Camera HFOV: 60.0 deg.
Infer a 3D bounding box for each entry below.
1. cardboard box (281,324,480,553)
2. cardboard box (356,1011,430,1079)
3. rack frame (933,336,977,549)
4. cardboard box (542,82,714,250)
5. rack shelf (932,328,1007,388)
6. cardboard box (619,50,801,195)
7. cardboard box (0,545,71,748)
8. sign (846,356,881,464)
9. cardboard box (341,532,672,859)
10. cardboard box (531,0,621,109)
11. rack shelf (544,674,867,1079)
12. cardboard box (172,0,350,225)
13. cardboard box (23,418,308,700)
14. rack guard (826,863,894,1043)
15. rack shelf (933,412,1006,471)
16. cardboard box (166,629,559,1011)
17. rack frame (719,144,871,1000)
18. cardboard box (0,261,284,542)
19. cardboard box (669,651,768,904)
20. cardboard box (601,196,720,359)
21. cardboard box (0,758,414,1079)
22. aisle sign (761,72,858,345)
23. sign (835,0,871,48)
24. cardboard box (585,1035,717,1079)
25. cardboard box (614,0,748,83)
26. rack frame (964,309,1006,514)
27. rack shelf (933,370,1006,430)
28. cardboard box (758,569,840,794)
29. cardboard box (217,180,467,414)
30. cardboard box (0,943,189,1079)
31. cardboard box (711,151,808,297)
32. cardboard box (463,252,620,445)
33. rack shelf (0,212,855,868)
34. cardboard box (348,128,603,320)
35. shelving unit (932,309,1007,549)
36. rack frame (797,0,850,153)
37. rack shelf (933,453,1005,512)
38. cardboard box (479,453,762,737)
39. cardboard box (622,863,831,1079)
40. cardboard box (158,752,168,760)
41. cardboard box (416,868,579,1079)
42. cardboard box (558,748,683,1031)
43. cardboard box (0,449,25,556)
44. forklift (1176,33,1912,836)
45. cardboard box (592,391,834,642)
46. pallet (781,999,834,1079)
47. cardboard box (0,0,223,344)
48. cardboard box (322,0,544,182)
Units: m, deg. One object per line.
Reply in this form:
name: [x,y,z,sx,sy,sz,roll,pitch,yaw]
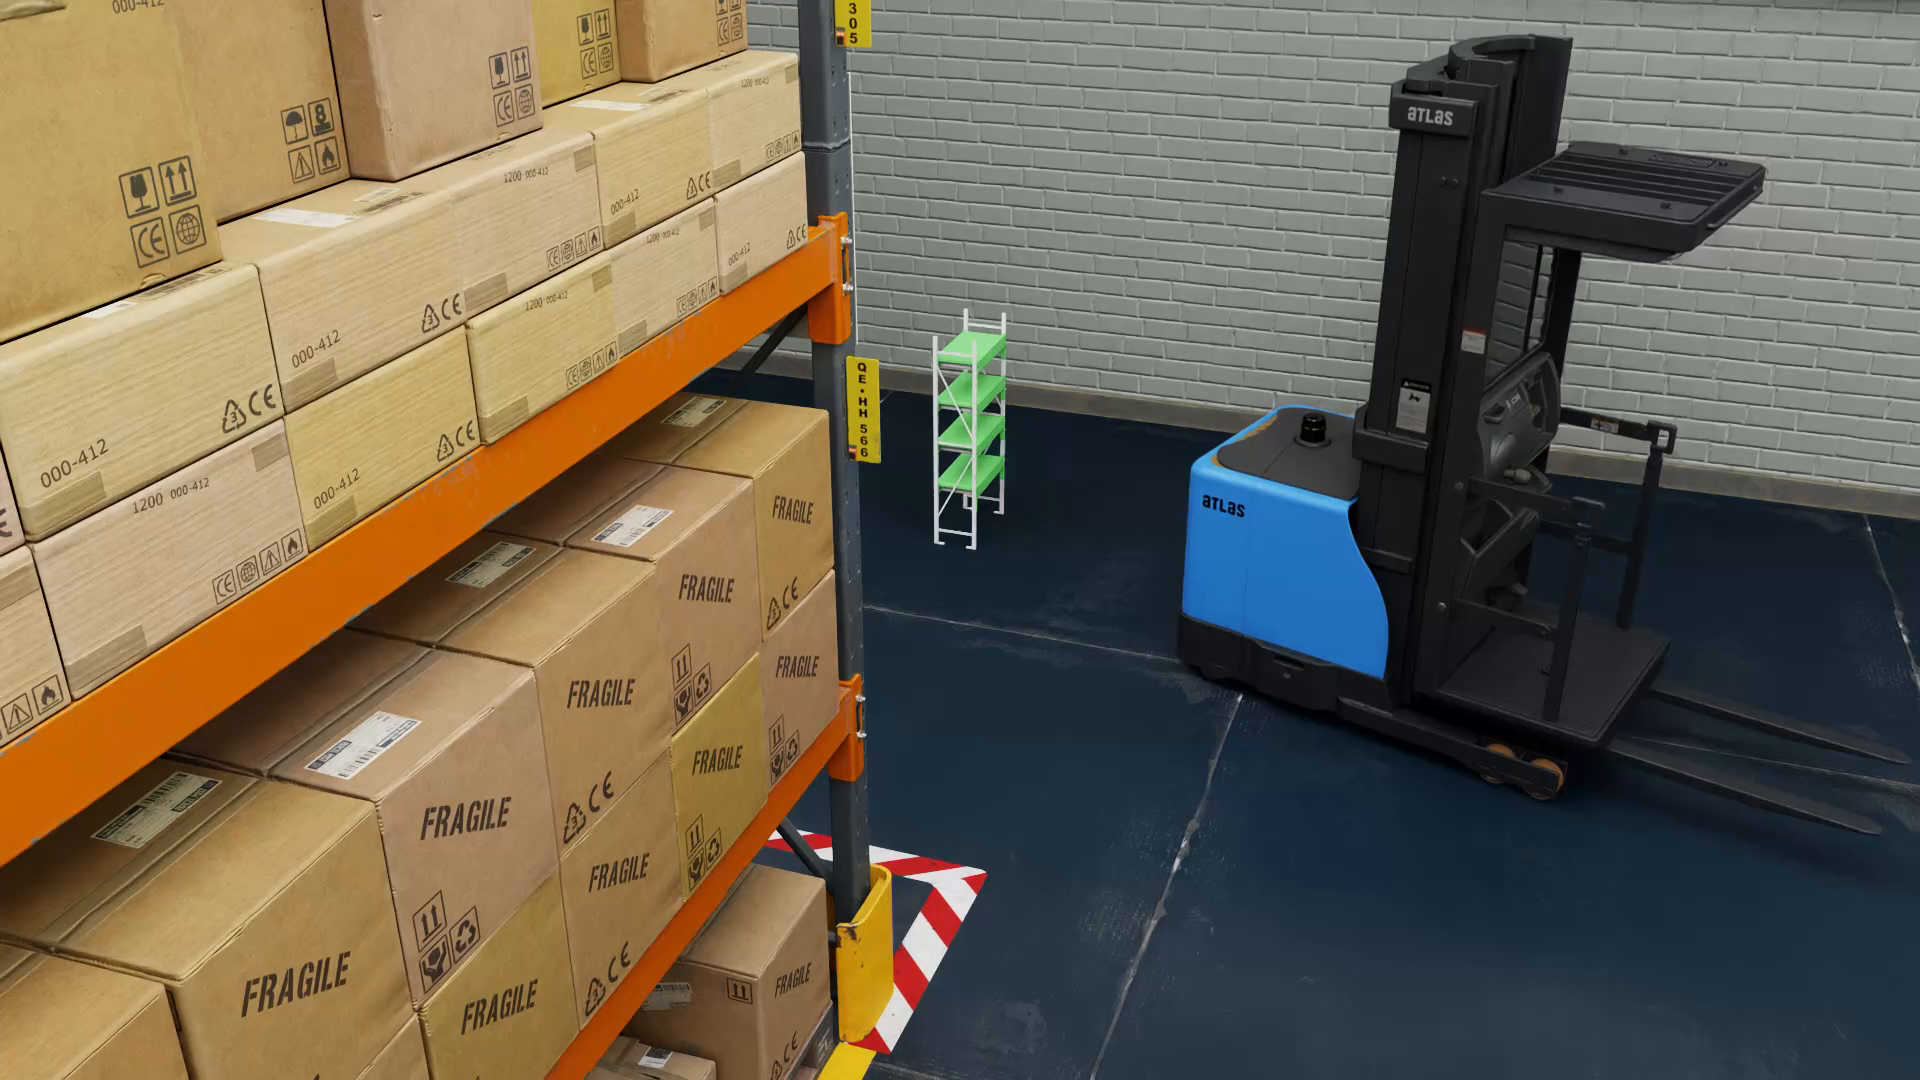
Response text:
cardboard box: [-1.236,-0.226,3.005,0.500,0.250,0.500,9,27,17]
cardboard box: [-1.370,1.205,3.204,0.500,0.500,0.500,9,27,17]
rack frame: [-0.026,-0.508,8.922,0.240,1.200,0.015,9,27,17]
cardboard box: [-0.898,-0.861,3.743,0.500,0.250,0.500,9,27,17]
rack shelf: [0.055,-0.983,8.948,0.258,0.148,0.480,9,27,17]
cardboard box: [-0.732,-1.067,4.168,0.500,0.250,0.500,9,27,17]
cardboard box: [-1.567,0.185,2.156,0.500,0.250,0.500,9,27,17]
sign: [-0.284,-0.382,4.905,0.100,0.325,0.005,9,27,17]
cardboard box: [-1.025,0.342,3.840,0.500,0.500,0.500,10,27,19]
cardboard box: [-1.203,-1.246,3.677,0.700,0.500,0.500,9,27,17]
rack shelf: [-1.467,1.338,3.869,1.077,0.370,4.000,9,27,17]
cardboard box: [-1.523,-0.833,2.824,0.700,0.500,0.500,9,27,17]
cardboard box: [-1.399,-0.020,2.580,0.500,0.250,0.500,9,27,17]
rack guard: [-0.826,1.349,5.890,1.175,0.500,0.348,9,27,17]
rack shelf: [0.055,-0.551,9.157,0.258,0.148,0.480,9,27,17]
cardboard box: [-1.196,0.553,3.404,0.500,0.500,0.500,10,27,19]
rack frame: [-0.801,0.193,5.410,1.000,3.000,0.127,9,27,17]
cardboard box: [-1.394,-0.244,2.469,0.500,0.250,0.500,9,27,17]
cardboard box: [-0.863,0.585,4.485,0.500,0.500,0.500,9,27,18]
cardboard box: [-0.900,-0.637,3.853,0.500,0.250,0.500,9,27,17]
cardboard box: [-1.367,0.765,2.965,0.500,0.500,0.500,8,27,16]
aisle sign: [-0.489,-0.961,4.810,0.394,0.787,0.004,9,27,17]
sign: [-0.284,-1.467,4.380,0.100,0.325,0.005,9,27,17]
cardboard box: [-0.969,1.682,5.079,0.380,0.166,0.250,9,27,17]
cardboard box: [-0.957,-1.439,4.076,0.700,0.500,0.500,9,27,17]
rack frame: [0.136,-0.708,9.336,0.240,1.200,0.015,9,27,17]
rack shelf: [0.055,-0.767,9.052,0.258,0.148,0.480,9,27,17]
cardboard box: [-0.693,0.371,4.926,0.500,0.500,0.500,10,27,19]
cardboard box: [-1.228,-0.450,2.893,0.500,0.250,0.500,9,27,17]
cardboard box: [-1.539,0.977,2.529,0.500,0.500,0.500,8,27,16]
cardboard box: [-0.723,-0.840,4.274,0.500,0.250,0.500,9,27,17]
cardboard box: [-1.054,-0.429,3.425,0.500,0.250,0.500,9,27,17]
rack shelf: [-1.467,-0.012,3.215,1.077,0.370,4.000,9,27,17]
cardboard box: [-1.068,-0.656,3.320,0.500,0.250,0.500,9,27,17]
shelving unit: [0.055,-0.608,9.129,0.258,1.200,0.503,9,27,17]
rack frame: [-0.801,-2.507,4.103,1.000,3.000,0.127,9,27,17]
rack shelf: [0.055,-0.335,9.261,0.258,0.148,0.480,9,27,17]
cardboard box: [-0.857,0.128,4.281,0.500,0.500,0.500,10,27,19]
cardboard box: [-0.750,1.379,5.323,0.500,0.500,0.500,9,27,17]
cardboard box: [-1.703,0.472,3.572,0.500,0.500,0.500,8,27,17]
cardboard box: [-1.202,0.996,3.636,0.500,0.500,0.500,8,27,17]
cardboard box: [-1.034,0.789,4.063,0.500,0.500,0.500,9,27,18]
cardboard box: [-1.571,-0.041,2.048,0.500,0.250,0.500,9,27,17]
forklift: [2.520,-0.491,6.902,3.031,2.935,1.130,18,31,32]
cardboard box: [-0.690,-0.080,4.710,0.500,0.500,0.500,9,27,17]
pallet: [-1.091,1.807,5.276,1.003,0.211,1.213,9,27,17]
cardboard box: [-1.546,-0.605,2.354,0.700,0.500,0.500,9,27,17]
cardboard box: [-1.268,-1.025,3.220,0.700,0.500,0.500,9,27,17]
